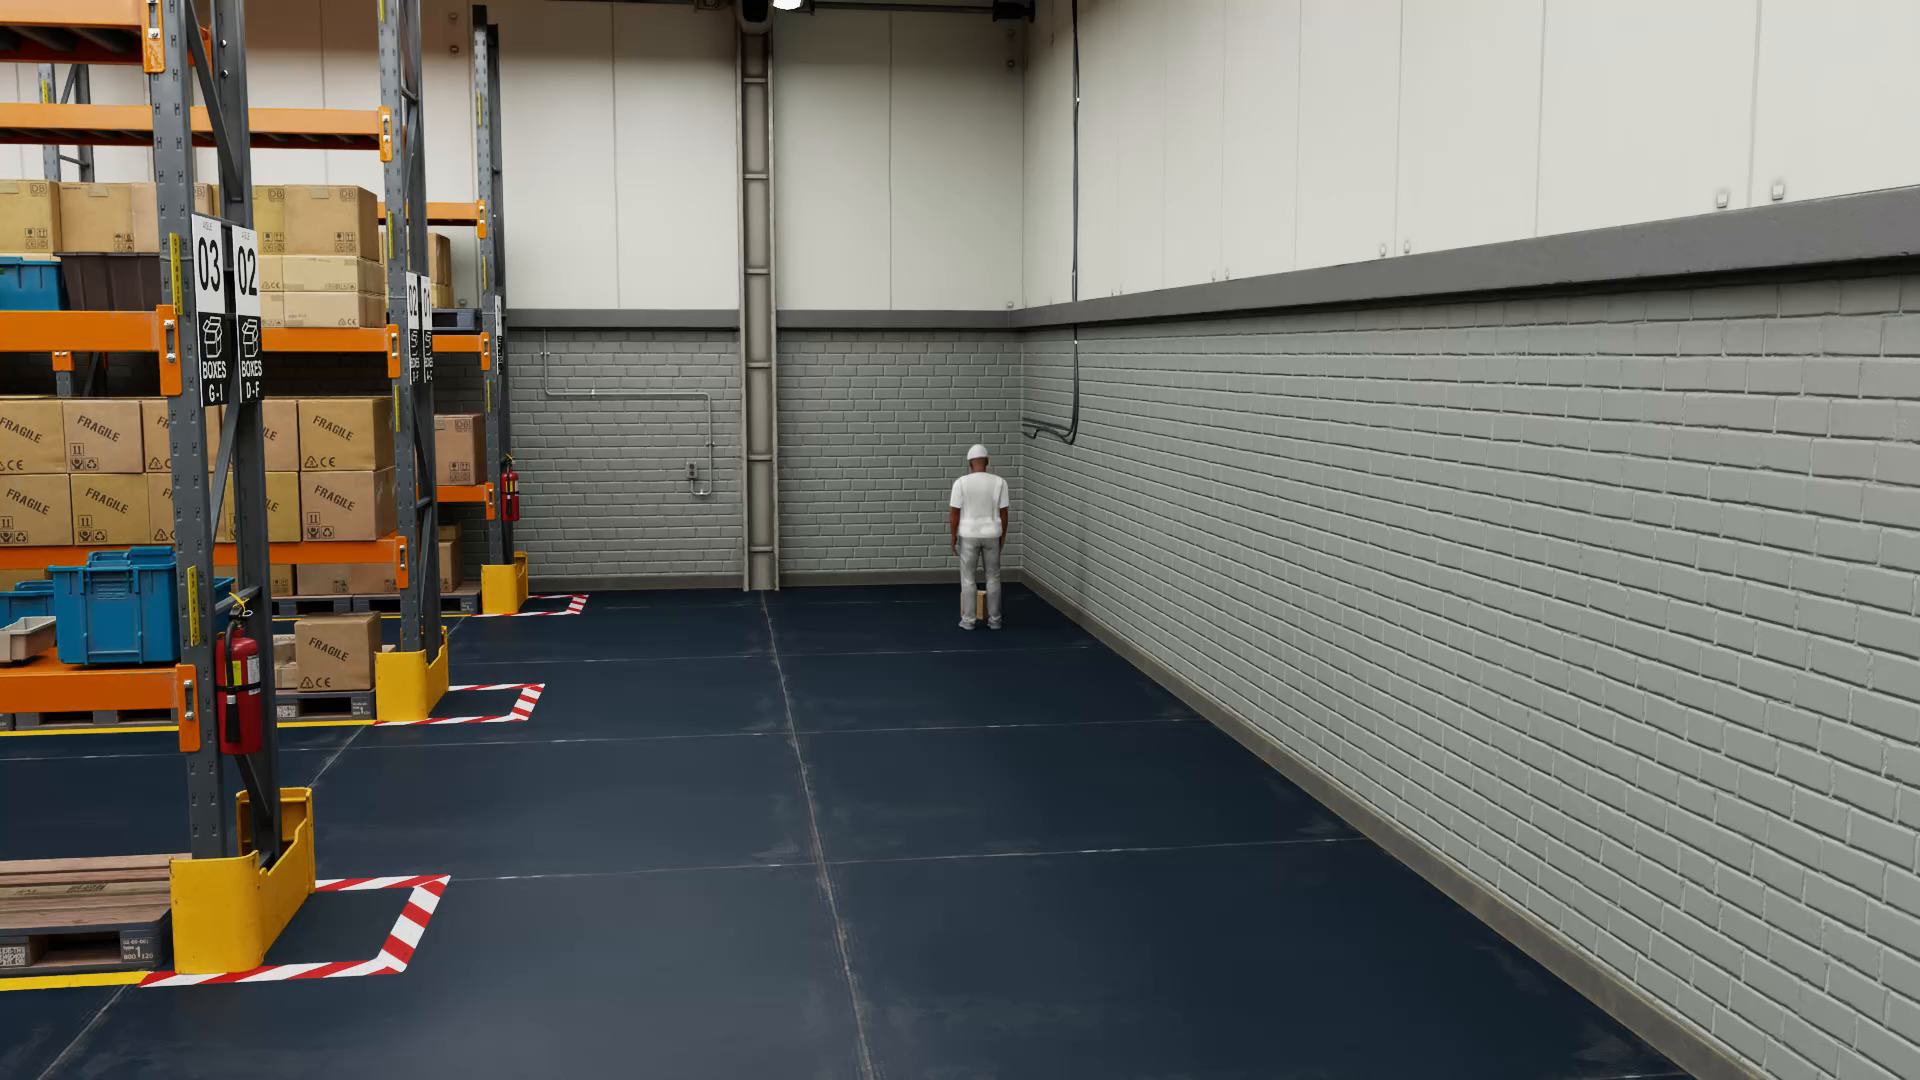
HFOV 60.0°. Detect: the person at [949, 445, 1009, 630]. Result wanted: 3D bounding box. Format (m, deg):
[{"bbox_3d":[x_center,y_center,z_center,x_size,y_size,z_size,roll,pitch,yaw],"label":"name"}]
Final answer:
[{"bbox_3d":[0.179,-0.029,15.877,0.566,1.762,0.361,-1,6,-8],"label":"person"}]
